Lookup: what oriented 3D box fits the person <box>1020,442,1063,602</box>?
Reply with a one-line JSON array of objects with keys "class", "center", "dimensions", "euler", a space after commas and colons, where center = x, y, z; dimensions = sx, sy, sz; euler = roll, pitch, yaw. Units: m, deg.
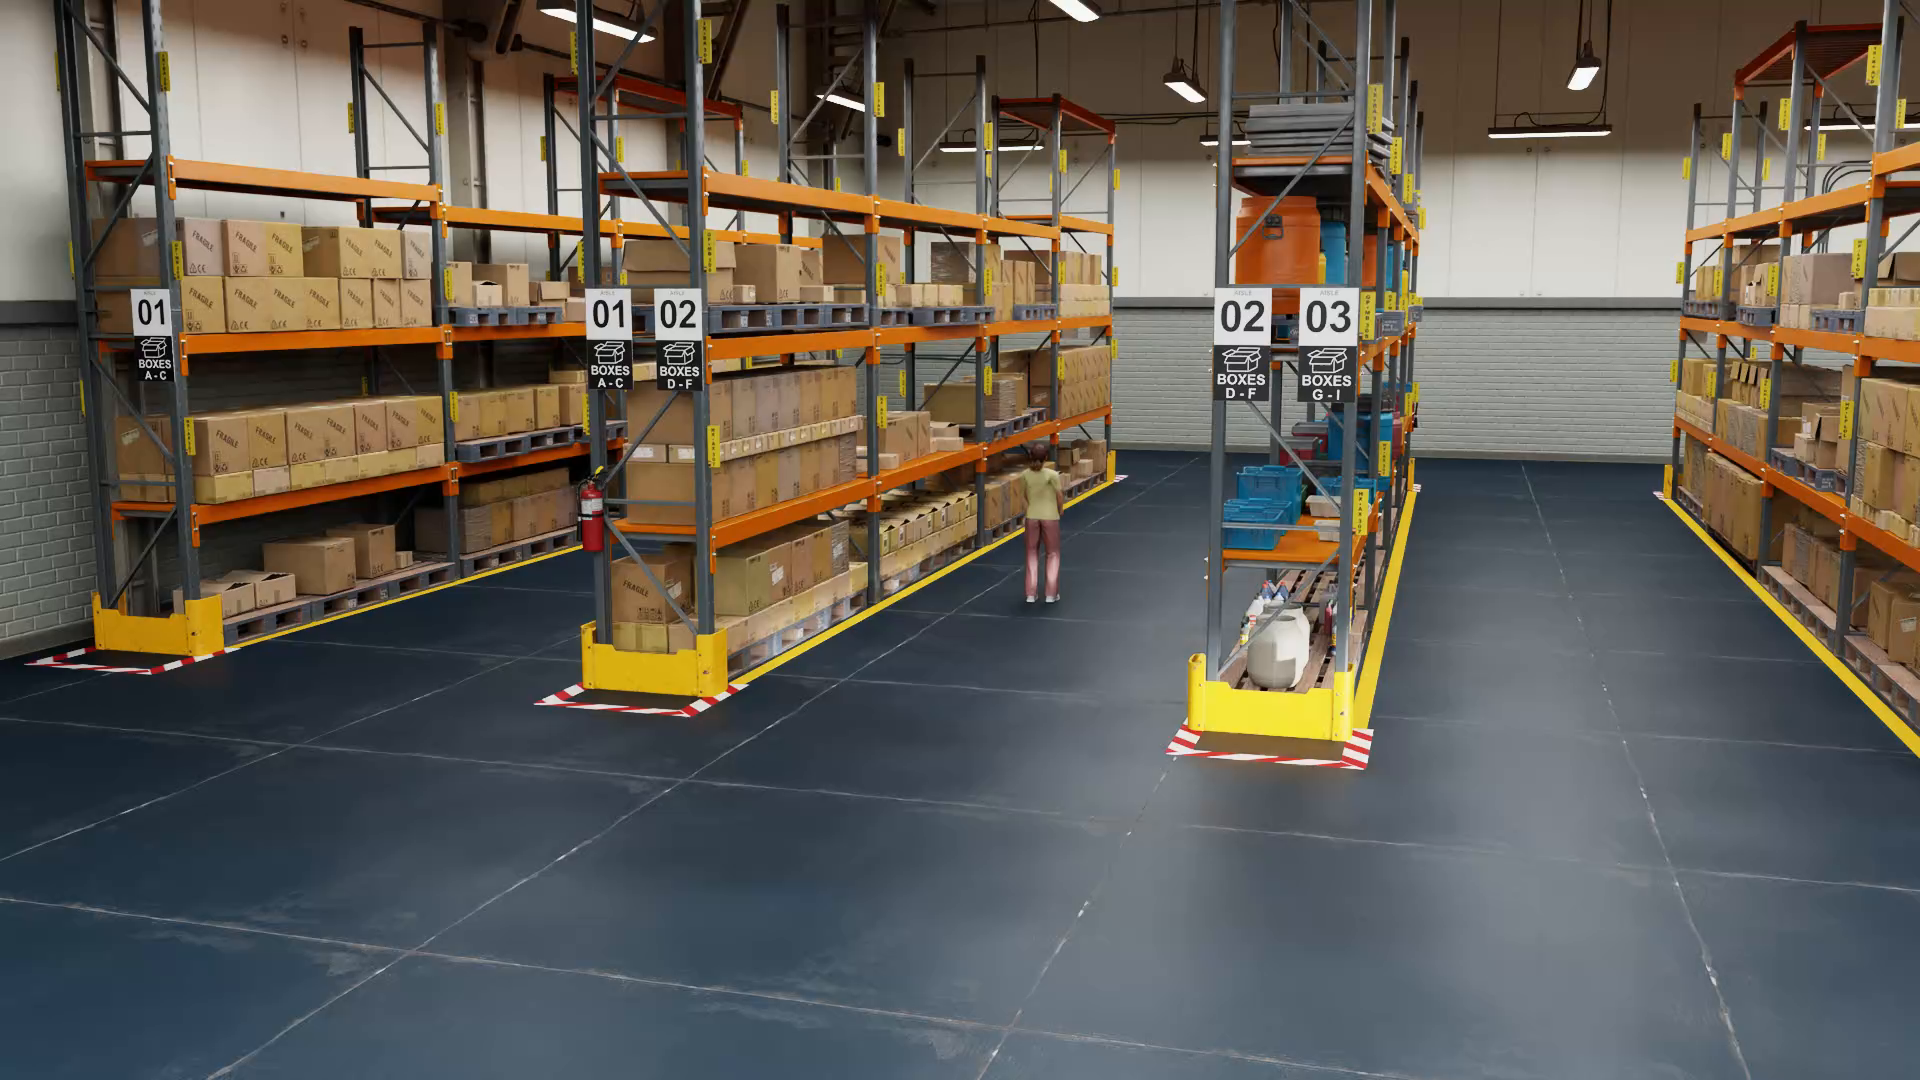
[{"class": "person", "center": [0.853, -0.190, 17.165], "dimensions": [0.427, 1.662, 0.553], "euler": [2, 9, 16]}]
